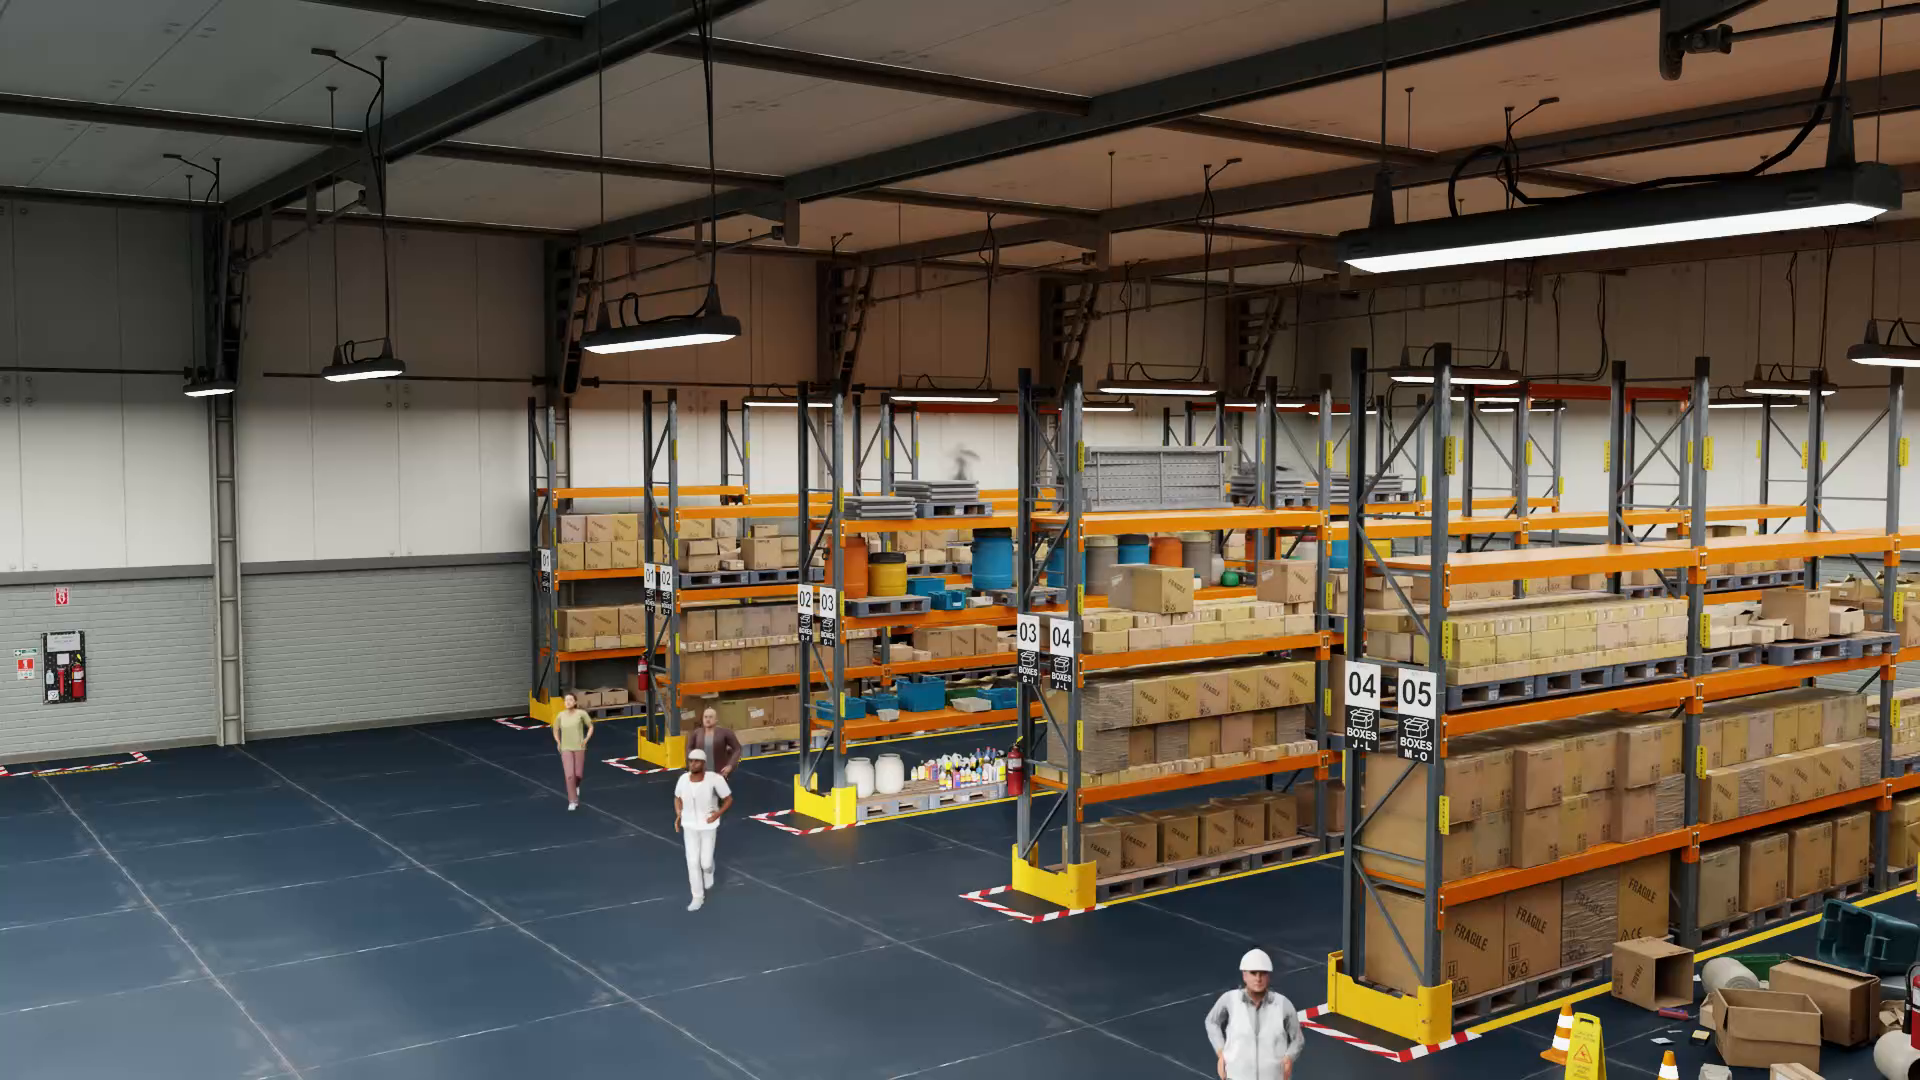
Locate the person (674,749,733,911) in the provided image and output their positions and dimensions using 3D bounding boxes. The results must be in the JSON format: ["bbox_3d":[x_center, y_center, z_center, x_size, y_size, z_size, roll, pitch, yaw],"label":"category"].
[{"bbox_3d":[-2.890,3.202,18.609,0.692,1.754,0.751,0,3,6],"label":"person"}]

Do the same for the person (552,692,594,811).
[{"bbox_3d":[-5.478,2.965,23.535,0.577,1.644,0.603,0,3,-6],"label":"person"}]

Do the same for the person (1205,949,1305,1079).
[{"bbox_3d":[1.987,3.632,11.207,0.662,1.772,0.880,0,3,6],"label":"person"}]

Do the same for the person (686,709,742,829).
[{"bbox_3d":[-3.168,3.032,21.423,0.727,1.772,0.750,0,3,2],"label":"person"}]
